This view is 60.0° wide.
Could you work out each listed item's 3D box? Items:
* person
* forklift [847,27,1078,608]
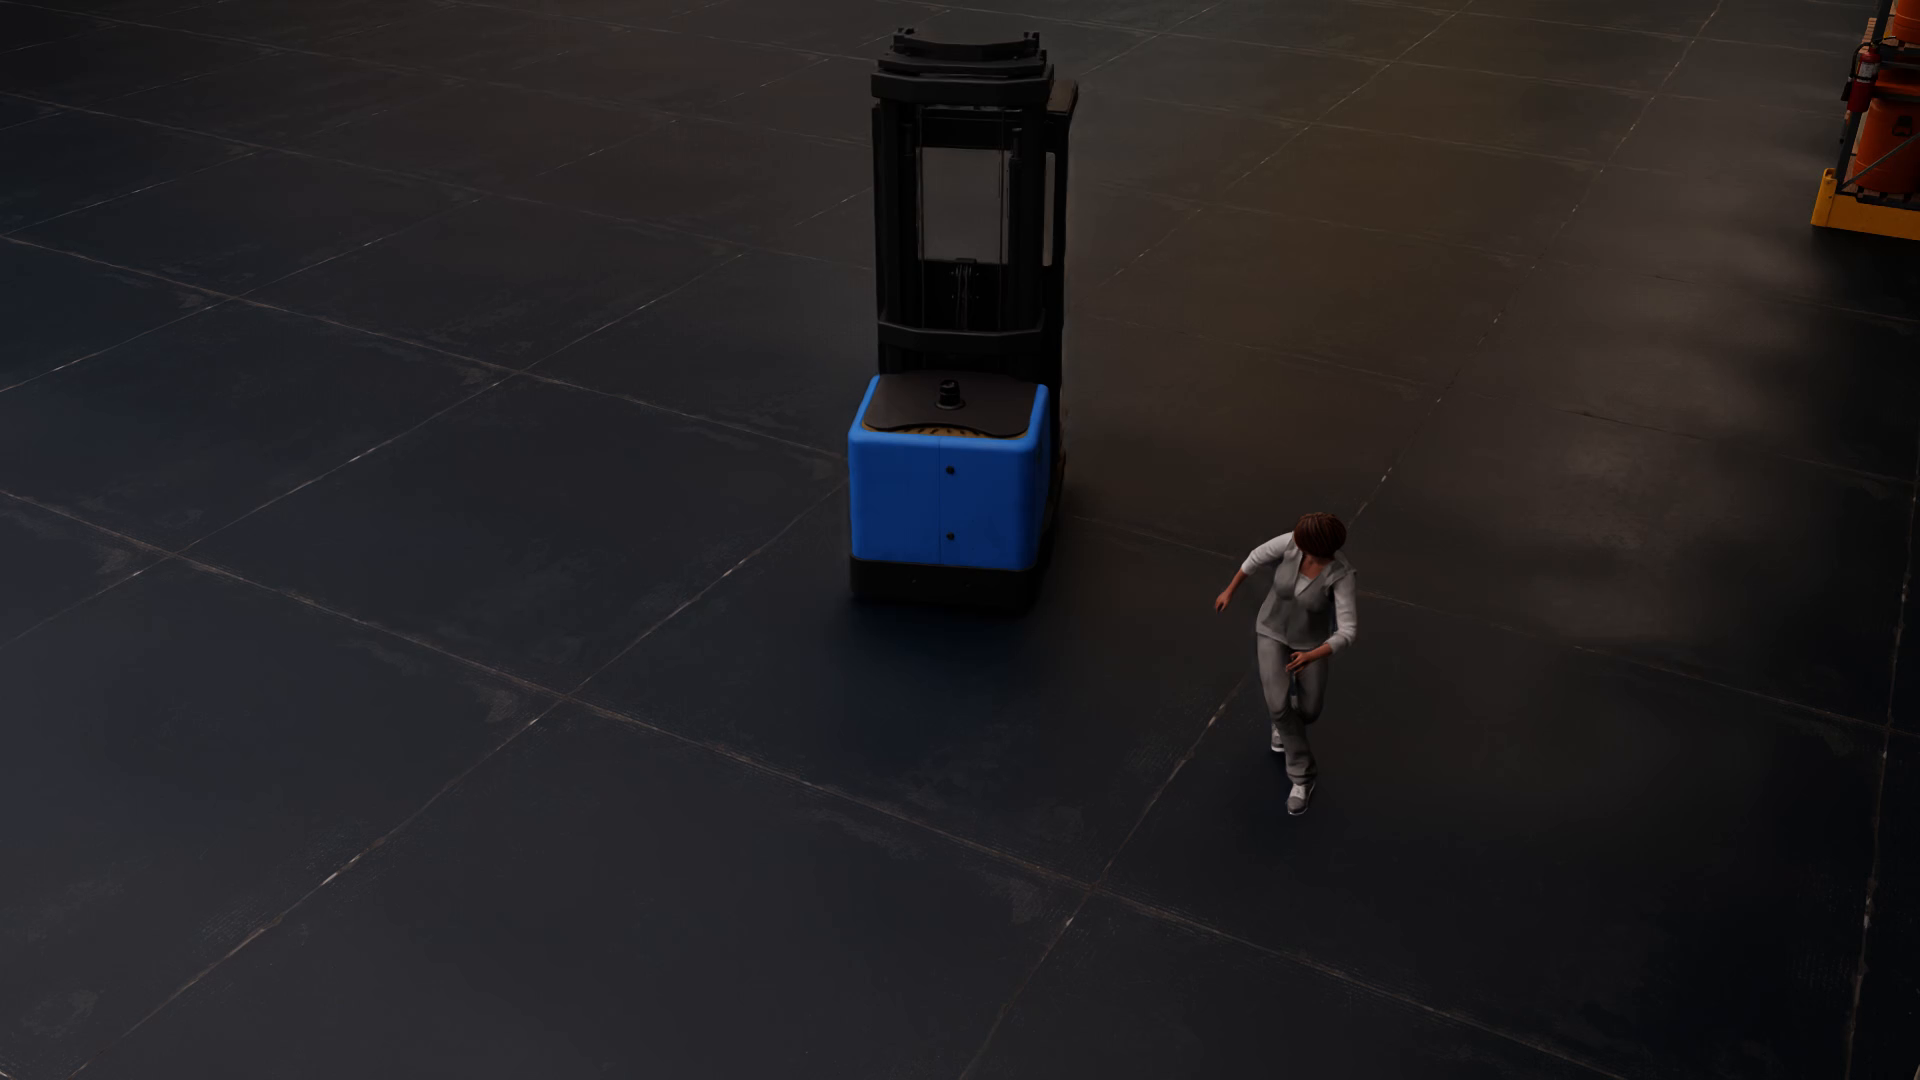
[{"bbox_3d":[1.477,0.499,7.700,0.676,1.478,0.755,8,31,14],"label":"person"},{"bbox_3d":[0.090,-1.608,9.857,1.130,2.935,3.031,4,30,7],"label":"forklift"}]
